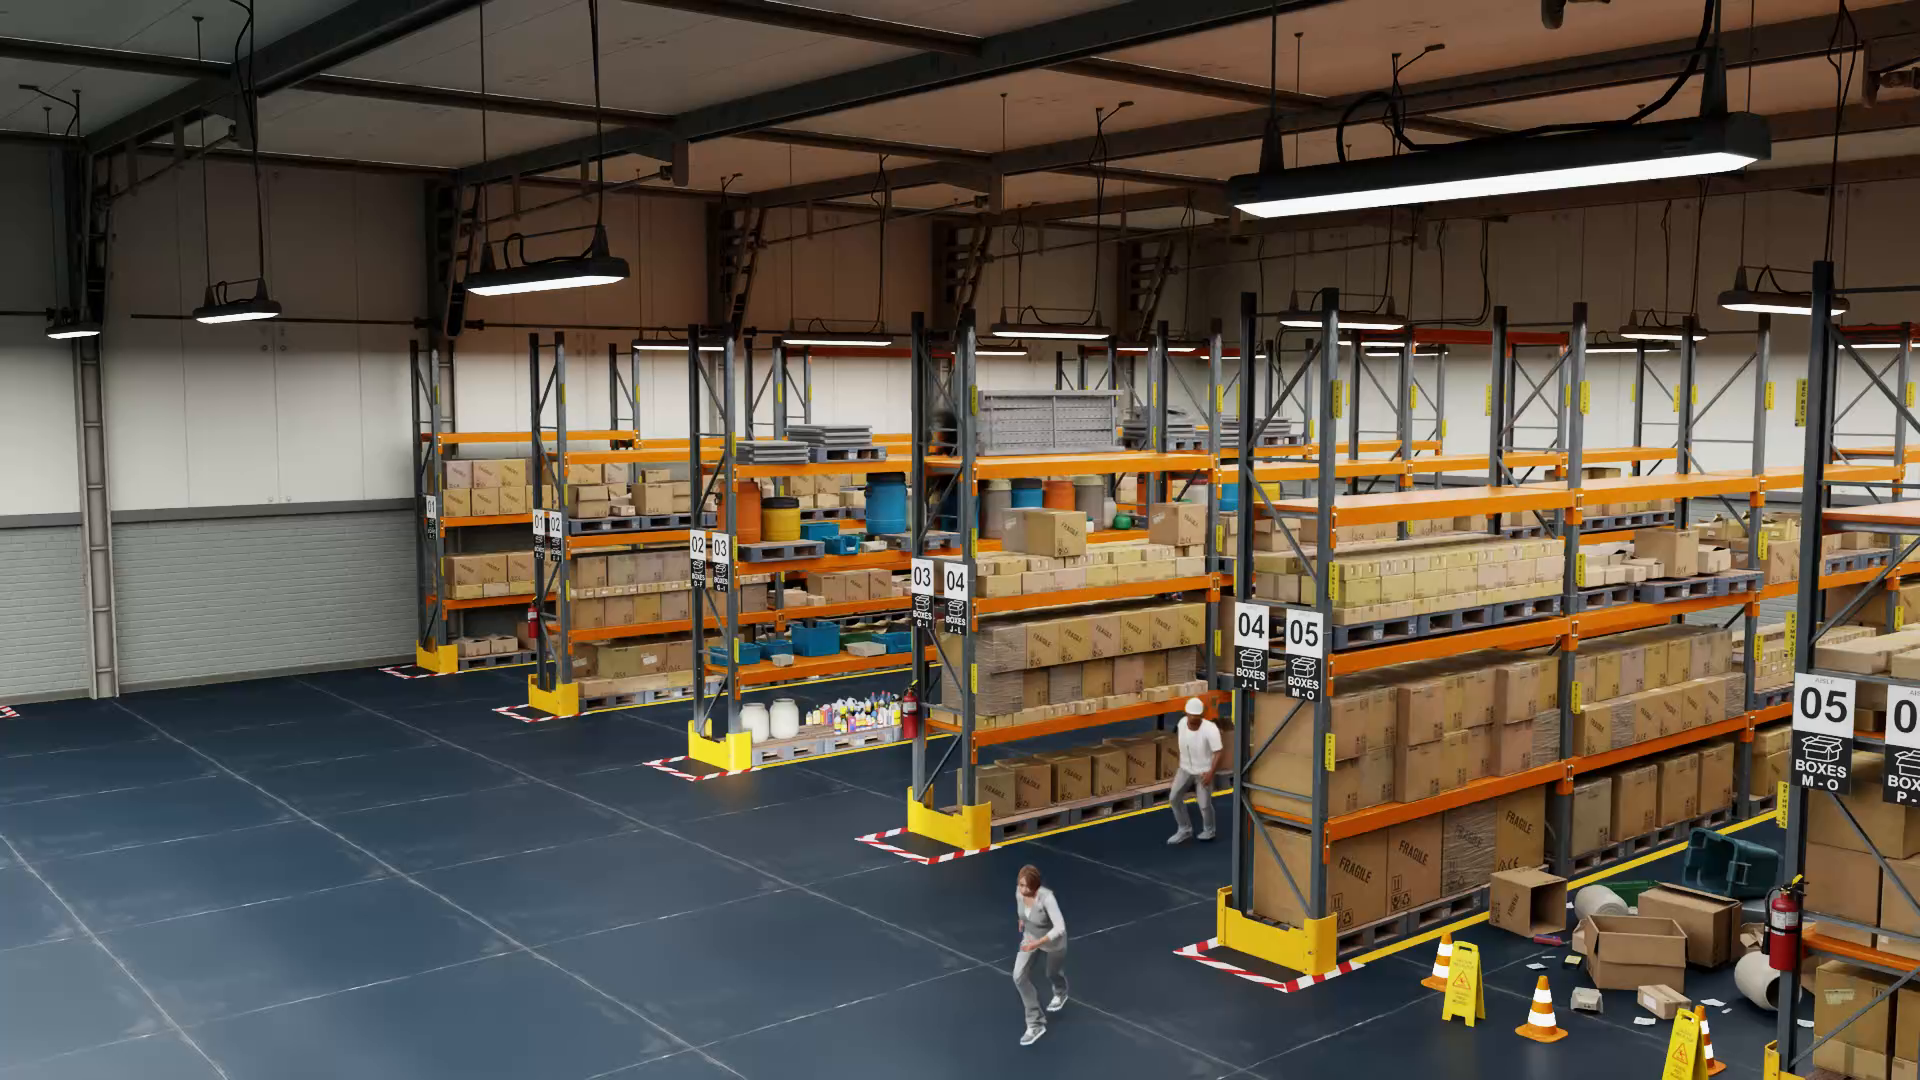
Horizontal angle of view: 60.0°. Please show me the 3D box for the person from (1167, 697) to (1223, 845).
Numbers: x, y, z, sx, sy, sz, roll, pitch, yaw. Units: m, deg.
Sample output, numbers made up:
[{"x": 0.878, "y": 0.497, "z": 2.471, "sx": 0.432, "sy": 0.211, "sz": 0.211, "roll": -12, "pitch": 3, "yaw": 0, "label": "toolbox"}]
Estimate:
[{"x": 2.689, "y": 2.590, "z": 18.700, "sx": 0.670, "sy": 1.717, "sz": 0.774, "roll": 4, "pitch": 7, "yaw": 36, "label": "person"}]

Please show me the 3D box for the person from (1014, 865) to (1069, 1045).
[{"x": 0.692, "y": 3.204, "z": 13.268, "sx": 0.540, "sy": 1.430, "sz": 0.978, "roll": 3, "pitch": 6, "yaw": 29, "label": "person"}]

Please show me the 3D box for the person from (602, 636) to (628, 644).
[{"x": -6.001, "y": 1.722, "z": 28.946, "sx": 0.598, "sy": 1.634, "sz": 0.772, "roll": 1, "pitch": 5, "yaw": 9, "label": "person"}]

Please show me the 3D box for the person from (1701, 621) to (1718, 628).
[{"x": 11.695, "y": 2.005, "z": 25.942, "sx": 0.684, "sy": 1.560, "sz": 0.893, "roll": 4, "pitch": 6, "yaw": 34, "label": "person"}]
